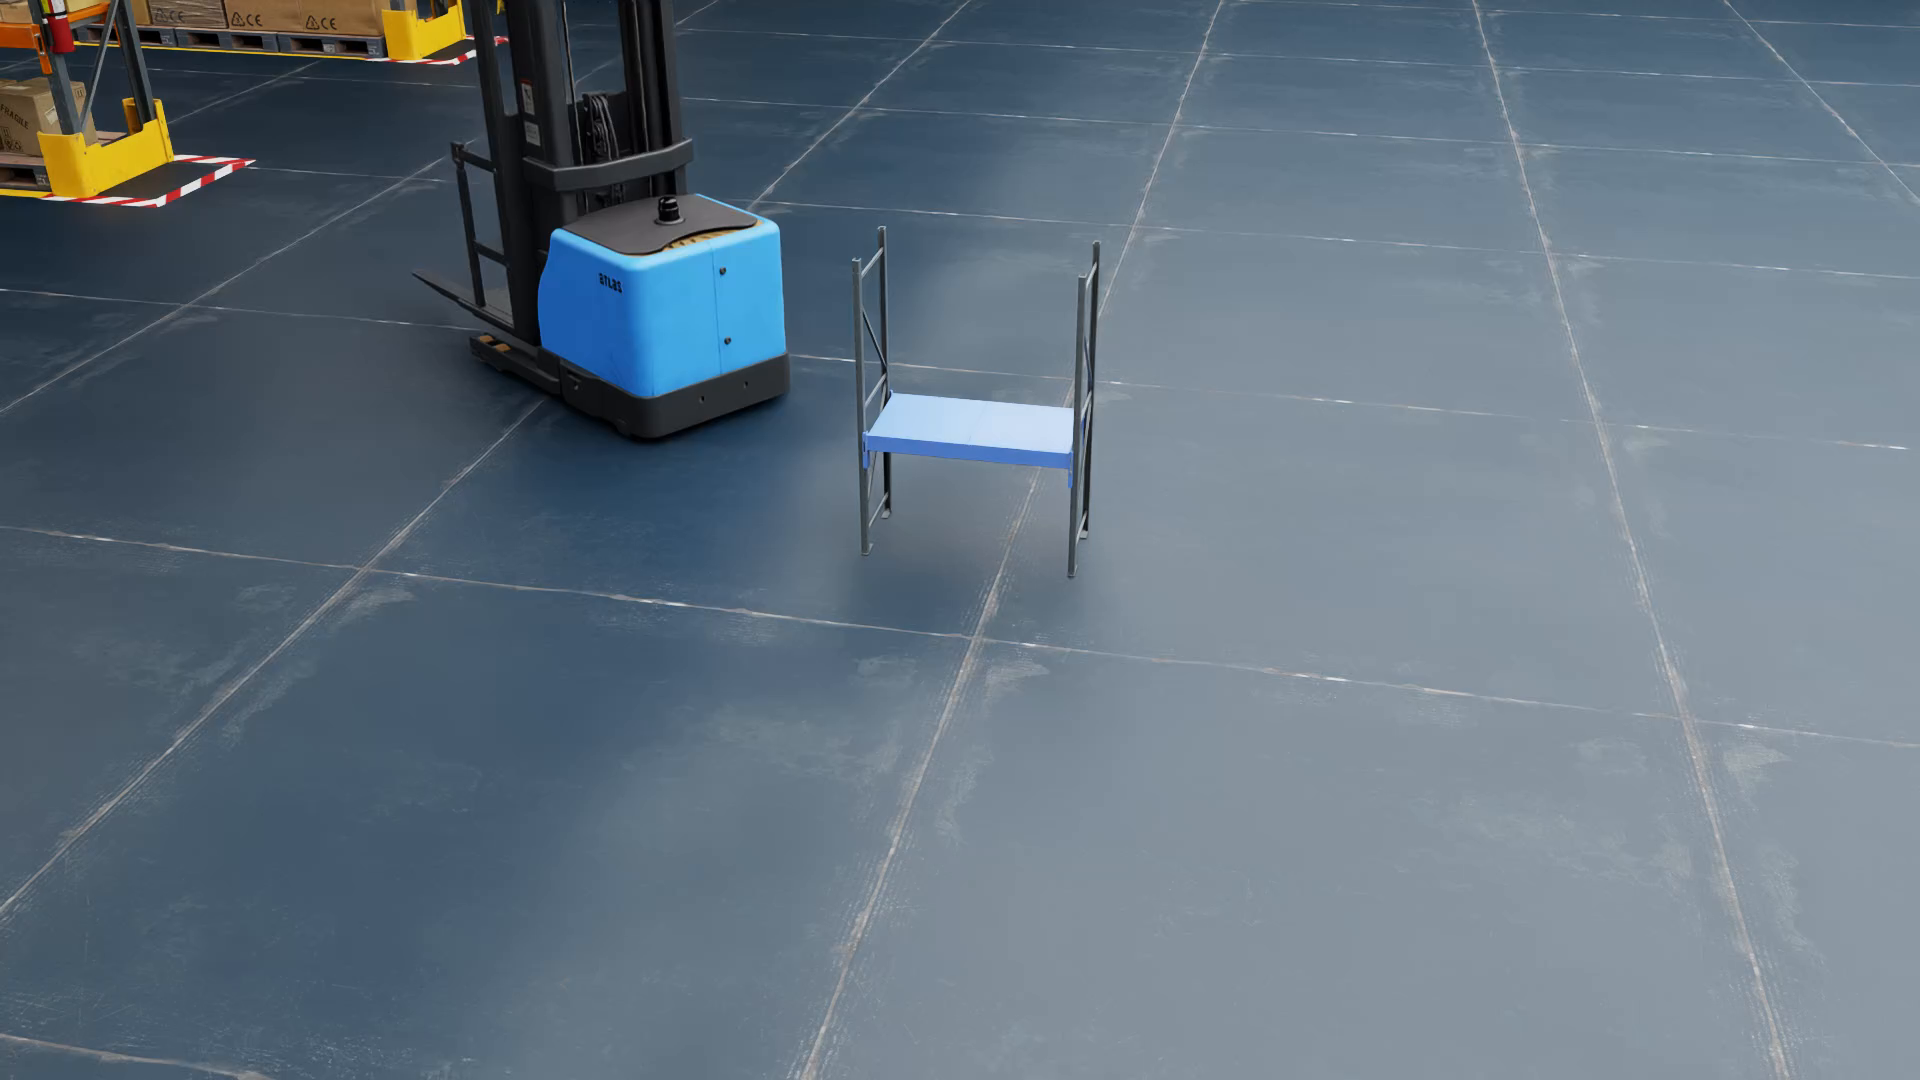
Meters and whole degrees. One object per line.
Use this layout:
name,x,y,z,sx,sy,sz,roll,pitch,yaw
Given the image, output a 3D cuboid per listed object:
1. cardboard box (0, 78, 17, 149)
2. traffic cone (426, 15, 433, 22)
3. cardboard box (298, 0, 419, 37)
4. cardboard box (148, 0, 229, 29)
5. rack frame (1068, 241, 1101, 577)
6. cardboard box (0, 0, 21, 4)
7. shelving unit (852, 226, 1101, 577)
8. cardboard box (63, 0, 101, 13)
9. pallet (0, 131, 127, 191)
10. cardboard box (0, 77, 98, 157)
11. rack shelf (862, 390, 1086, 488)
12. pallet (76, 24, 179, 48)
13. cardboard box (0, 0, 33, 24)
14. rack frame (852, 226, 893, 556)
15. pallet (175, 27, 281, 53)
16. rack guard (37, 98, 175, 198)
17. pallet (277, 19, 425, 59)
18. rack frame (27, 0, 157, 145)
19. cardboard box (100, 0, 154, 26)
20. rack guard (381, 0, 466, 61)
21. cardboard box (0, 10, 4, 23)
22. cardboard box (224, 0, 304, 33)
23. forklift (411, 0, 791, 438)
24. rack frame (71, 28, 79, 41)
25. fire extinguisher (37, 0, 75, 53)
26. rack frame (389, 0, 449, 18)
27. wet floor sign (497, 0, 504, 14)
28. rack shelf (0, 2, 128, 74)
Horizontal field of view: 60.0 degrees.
cardboard box,-8.095,-3.511,13.706,0.500,0.500,0.500,14,32,24
traffic cone,-5.984,-6.236,19.158,0.334,0.463,0.336,6,29,11
cardboard box,-6.439,-5.917,17.710,0.875,0.875,0.875,6,29,11
cardboard box,-8.191,-6.097,18.039,0.875,0.875,0.875,6,29,11
rack frame,0.581,-0.598,7.781,0.032,1.500,0.500,6,29,11
cardboard box,-7.428,-4.551,13.026,0.500,0.500,0.875,6,29,11
shelving unit,0.083,-0.649,7.874,1.048,1.500,0.538,6,29,11
cardboard box,-7.125,-4.339,13.314,0.250,0.149,0.380,6,29,11
pallet,-7.758,-3.192,13.860,1.213,0.211,1.003,6,29,11
cardboard box,-7.503,-3.467,13.625,0.500,0.500,0.500,11,31,20
rack shelf,0.083,-0.492,7.961,1.000,0.185,0.538,6,29,11
pallet,-8.946,-5.693,18.429,1.213,0.211,1.003,6,29,11
cardboard box,-7.218,-4.131,12.933,0.250,0.149,0.380,6,29,11
rack frame,-0.414,-0.700,7.967,0.032,1.500,0.500,6,29,11
pallet,-7.749,-5.572,18.208,1.213,0.211,1.003,6,29,11
rack guard,-6.971,-3.220,13.611,0.348,0.500,1.175,6,29,11
pallet,-6.560,-5.449,17.983,1.213,0.211,1.003,6,29,11
rack frame,-6.896,-4.309,12.997,0.127,3.000,1.000,6,29,11
cardboard box,-9.073,-6.186,18.200,0.875,0.875,0.875,6,29,11
rack guard,-5.738,-5.529,17.829,0.348,0.500,1.175,6,29,11
cardboard box,-7.462,-4.156,12.979,0.250,0.149,0.380,6,29,11
cardboard box,-7.300,-6.005,17.870,0.875,0.875,0.875,5,29,10
forklift,-2.367,-2.461,9.693,1.130,2.935,3.031,-24,37,-37
rack frame,-9.673,-7.029,17.966,0.127,3.000,1.000,6,29,11
fire extinguisher,-6.880,-4.047,12.600,0.183,0.674,0.296,6,29,11
rack frame,-5.762,-6.628,17.234,0.127,3.000,1.000,6,29,11
wet floor sign,-5.320,-6.523,19.492,0.232,0.644,0.267,1,29,2
rack shelf,-8.852,-4.194,13.536,4.000,0.370,1.077,6,29,11
